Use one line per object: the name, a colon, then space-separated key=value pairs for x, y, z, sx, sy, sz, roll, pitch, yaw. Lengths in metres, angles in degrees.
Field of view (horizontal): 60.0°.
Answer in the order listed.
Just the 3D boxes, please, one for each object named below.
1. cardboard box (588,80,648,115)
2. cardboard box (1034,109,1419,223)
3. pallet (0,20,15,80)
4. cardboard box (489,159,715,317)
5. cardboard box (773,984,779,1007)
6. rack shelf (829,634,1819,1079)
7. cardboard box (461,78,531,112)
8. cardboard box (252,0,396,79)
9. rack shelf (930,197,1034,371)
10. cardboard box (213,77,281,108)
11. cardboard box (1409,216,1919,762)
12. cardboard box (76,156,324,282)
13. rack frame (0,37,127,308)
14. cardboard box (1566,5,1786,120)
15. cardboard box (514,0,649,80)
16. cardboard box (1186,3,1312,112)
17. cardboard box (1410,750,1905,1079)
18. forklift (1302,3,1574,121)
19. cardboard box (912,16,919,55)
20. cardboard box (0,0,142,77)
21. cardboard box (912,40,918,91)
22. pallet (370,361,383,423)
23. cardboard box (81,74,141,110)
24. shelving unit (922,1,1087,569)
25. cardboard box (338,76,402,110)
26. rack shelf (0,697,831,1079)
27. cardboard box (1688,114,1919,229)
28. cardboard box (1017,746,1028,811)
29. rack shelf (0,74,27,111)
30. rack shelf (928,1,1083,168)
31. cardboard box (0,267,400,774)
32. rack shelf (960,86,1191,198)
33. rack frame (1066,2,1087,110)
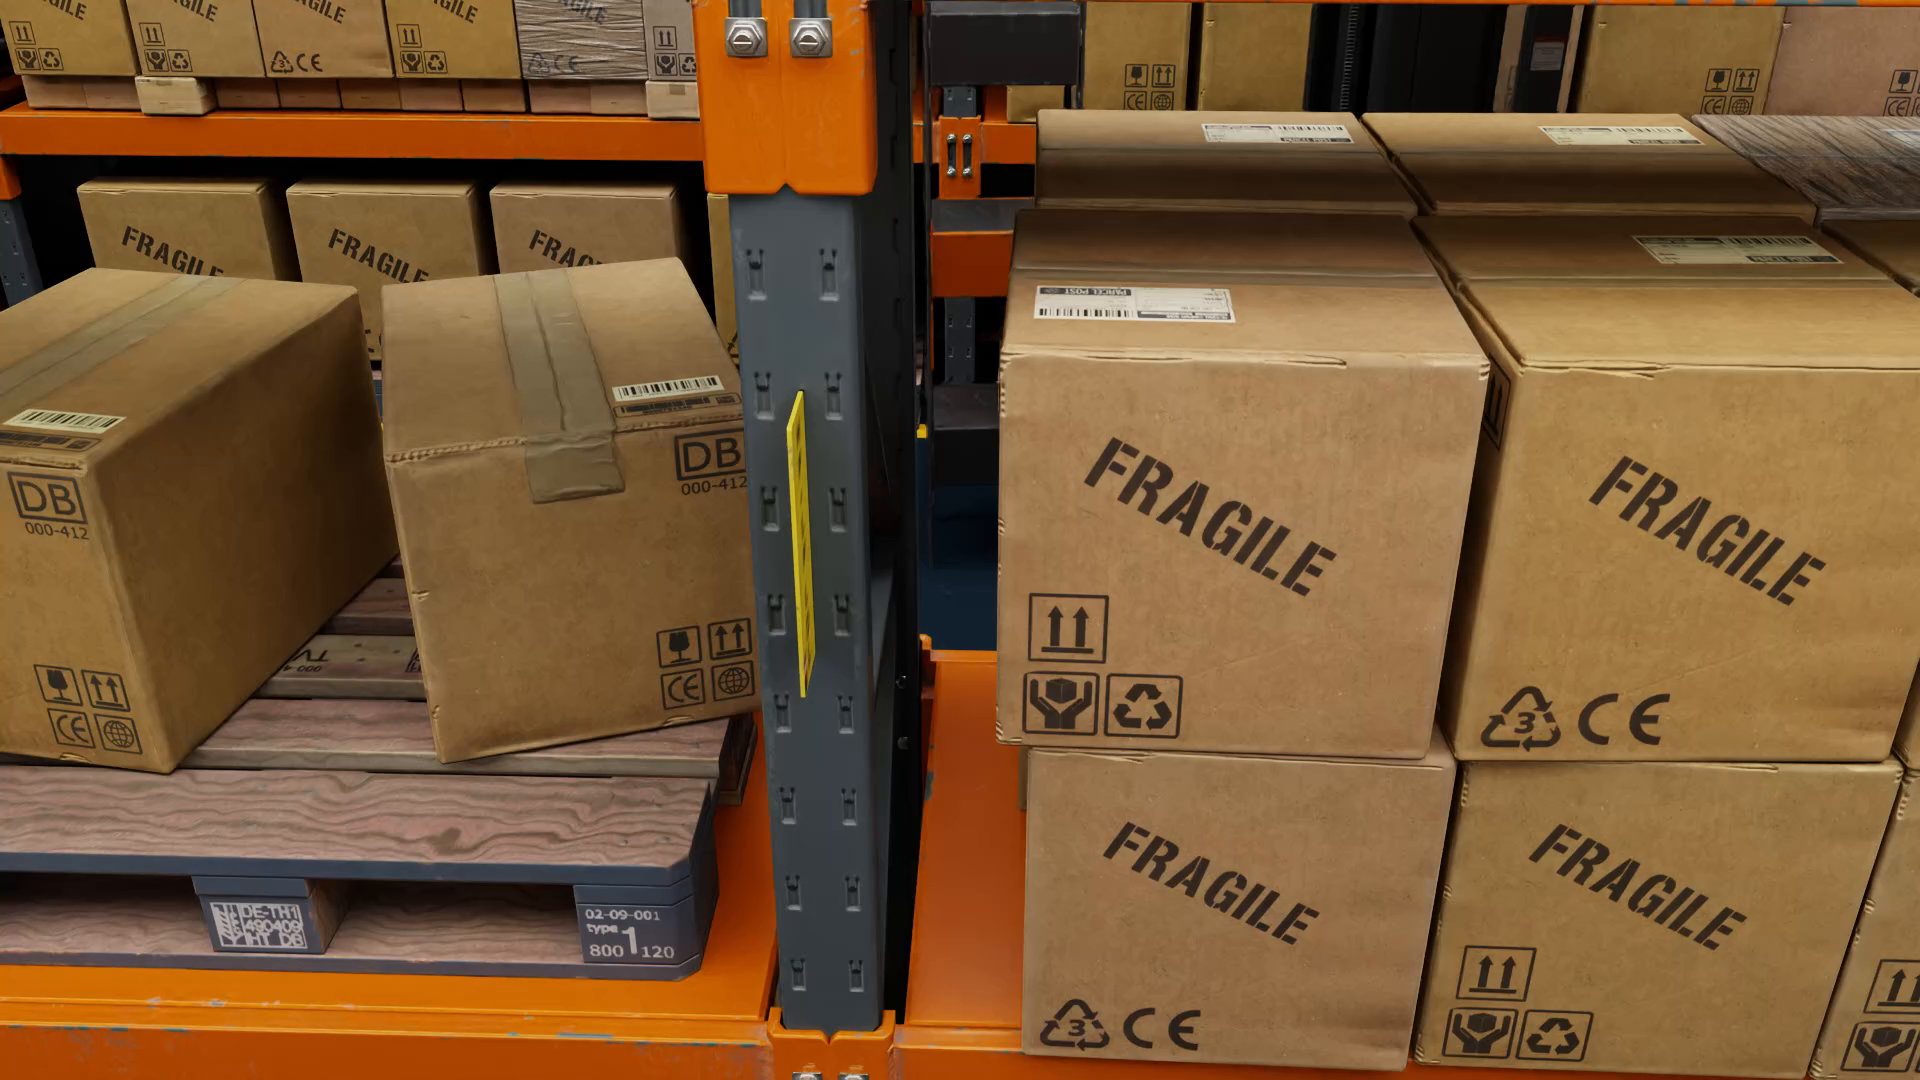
cardboard box: x=-1.350 y=-1.860 z=6.803 sx=0.250 sy=0.149 sz=0.380 roll=1 pitch=28 yaw=2
cardboard box: x=0.360 y=-0.339 z=2.512 sx=0.500 sy=0.500 sz=0.500 roll=1 pitch=28 yaw=2
pallet: x=-4.697 y=-2.002 z=7.029 sx=1.003 sy=0.211 sz=1.213 roll=1 pitch=28 yaw=2
cardboard box: x=-1.526 y=-1.258 z=7.267 sx=0.750 sy=0.750 sz=0.750 roll=2 pitch=28 yaw=3
cardboard box: x=-0.629 y=1.048 z=3.270 sx=0.500 sy=0.500 sz=0.500 roll=0 pitch=28 yaw=-1
rack shelf: x=1.844 y=0.611 z=2.663 sx=4.000 sy=0.370 sz=1.077 roll=1 pitch=28 yaw=2
cardboard box: x=-1.864 y=-1.881 z=6.843 sx=0.250 sy=0.149 sz=0.380 roll=2 pitch=28 yaw=3
cardboard box: x=-2.486 y=-2.160 z=6.676 sx=0.500 sy=0.500 sz=0.500 roll=1 pitch=28 yaw=2
rack shelf: x=0.132 y=-0.907 z=5.748 sx=0.480 sy=0.518 sz=0.431 roll=-1 pitch=28 yaw=-2
cardboard box: x=-2.890 y=-1.910 z=6.898 sx=0.250 sy=0.149 sz=0.380 roll=1 pitch=28 yaw=1
cardboard box: x=0.822 y=-0.078 z=2.021 sx=0.500 sy=0.500 sz=0.500 roll=0 pitch=28 yaw=0
cardboard box: x=-3.251 y=-1.287 z=7.322 sx=0.750 sy=0.750 sz=0.750 roll=1 pitch=28 yaw=1
rack frame: x=-3.981 y=-2.125 z=7.056 sx=0.127 sy=3.000 sz=1.000 roll=1 pitch=28 yaw=2
cardboard box: x=2.777 y=-2.136 z=6.756 sx=0.700 sy=0.700 sz=0.980 roll=1 pitch=28 yaw=1
cardboard box: x=-1.466 y=-2.149 z=6.656 sx=0.500 sy=0.500 sz=0.500 roll=1 pitch=28 yaw=2
cardboard box: x=1.287 y=-2.160 z=6.802 sx=0.700 sy=0.700 sz=0.980 roll=0 pitch=28 yaw=0
cardboard box: x=0.857 y=0.359 z=2.264 sx=0.500 sy=0.500 sz=0.500 roll=1 pitch=28 yaw=3
forklift: x=1.923 y=-1.269 z=5.514 sx=3.031 sy=2.935 sz=1.130 roll=-2 pitch=28 yaw=-3
cardboard box: x=-0.434 y=-2.369 z=7.070 sx=0.500 sy=0.500 sz=0.500 roll=0 pitch=28 yaw=0
cardboard box: x=-3.505 y=-2.182 z=6.717 sx=0.500 sy=0.500 sz=0.500 roll=2 pitch=28 yaw=3
cardboard box: x=-0.311 y=-2.055 z=7.171 sx=0.250 sy=0.149 sz=0.380 roll=0 pitch=28 yaw=0
pallet: x=-1.980 y=-0.823 z=7.578 sx=1.213 sy=0.211 sz=1.003 roll=1 pitch=28 yaw=2
cardboard box: x=-3.409 y=-1.901 z=6.880 sx=0.250 sy=0.149 sz=0.380 roll=1 pitch=28 yaw=2
shelving unit: x=0.132 y=-0.919 z=5.742 sx=0.503 sy=2.100 sz=0.431 roll=-1 pitch=28 yaw=-2
cardboard box: x=-2.373 y=-1.901 z=6.880 sx=0.250 sy=0.149 sz=0.380 roll=1 pitch=28 yaw=3
rack shelf: x=-2.153 y=0.545 z=2.788 sx=4.000 sy=0.370 sz=1.077 roll=1 pitch=28 yaw=2
cardboard box: x=1.376 y=-0.323 z=2.483 sx=0.500 sy=0.500 sz=0.500 roll=1 pitch=28 yaw=2
cardboard box: x=0.354 y=0.104 z=2.745 sx=0.500 sy=0.500 sz=0.500 roll=1 pitch=28 yaw=3
rack shelf: x=-5.980 y=-1.840 z=7.287 sx=4.000 sy=0.370 sz=1.077 roll=1 pitch=28 yaw=2
rack shelf: x=0.132 y=-1.525 z=5.420 sx=0.480 sy=0.518 sz=0.431 roll=-1 pitch=28 yaw=-2
cardboard box: x=-1.310 y=-0.064 z=2.613 sx=0.500 sy=0.500 sz=0.700 roll=5 pitch=28 yaw=10
rack shelf: x=2.015 y=-1.708 z=7.037 sx=4.000 sy=0.370 sz=1.077 roll=1 pitch=28 yaw=2
rack frame: x=0.376 y=-0.924 z=5.750 sx=0.015 sy=2.100 sz=0.400 roll=-1 pitch=28 yaw=-2
